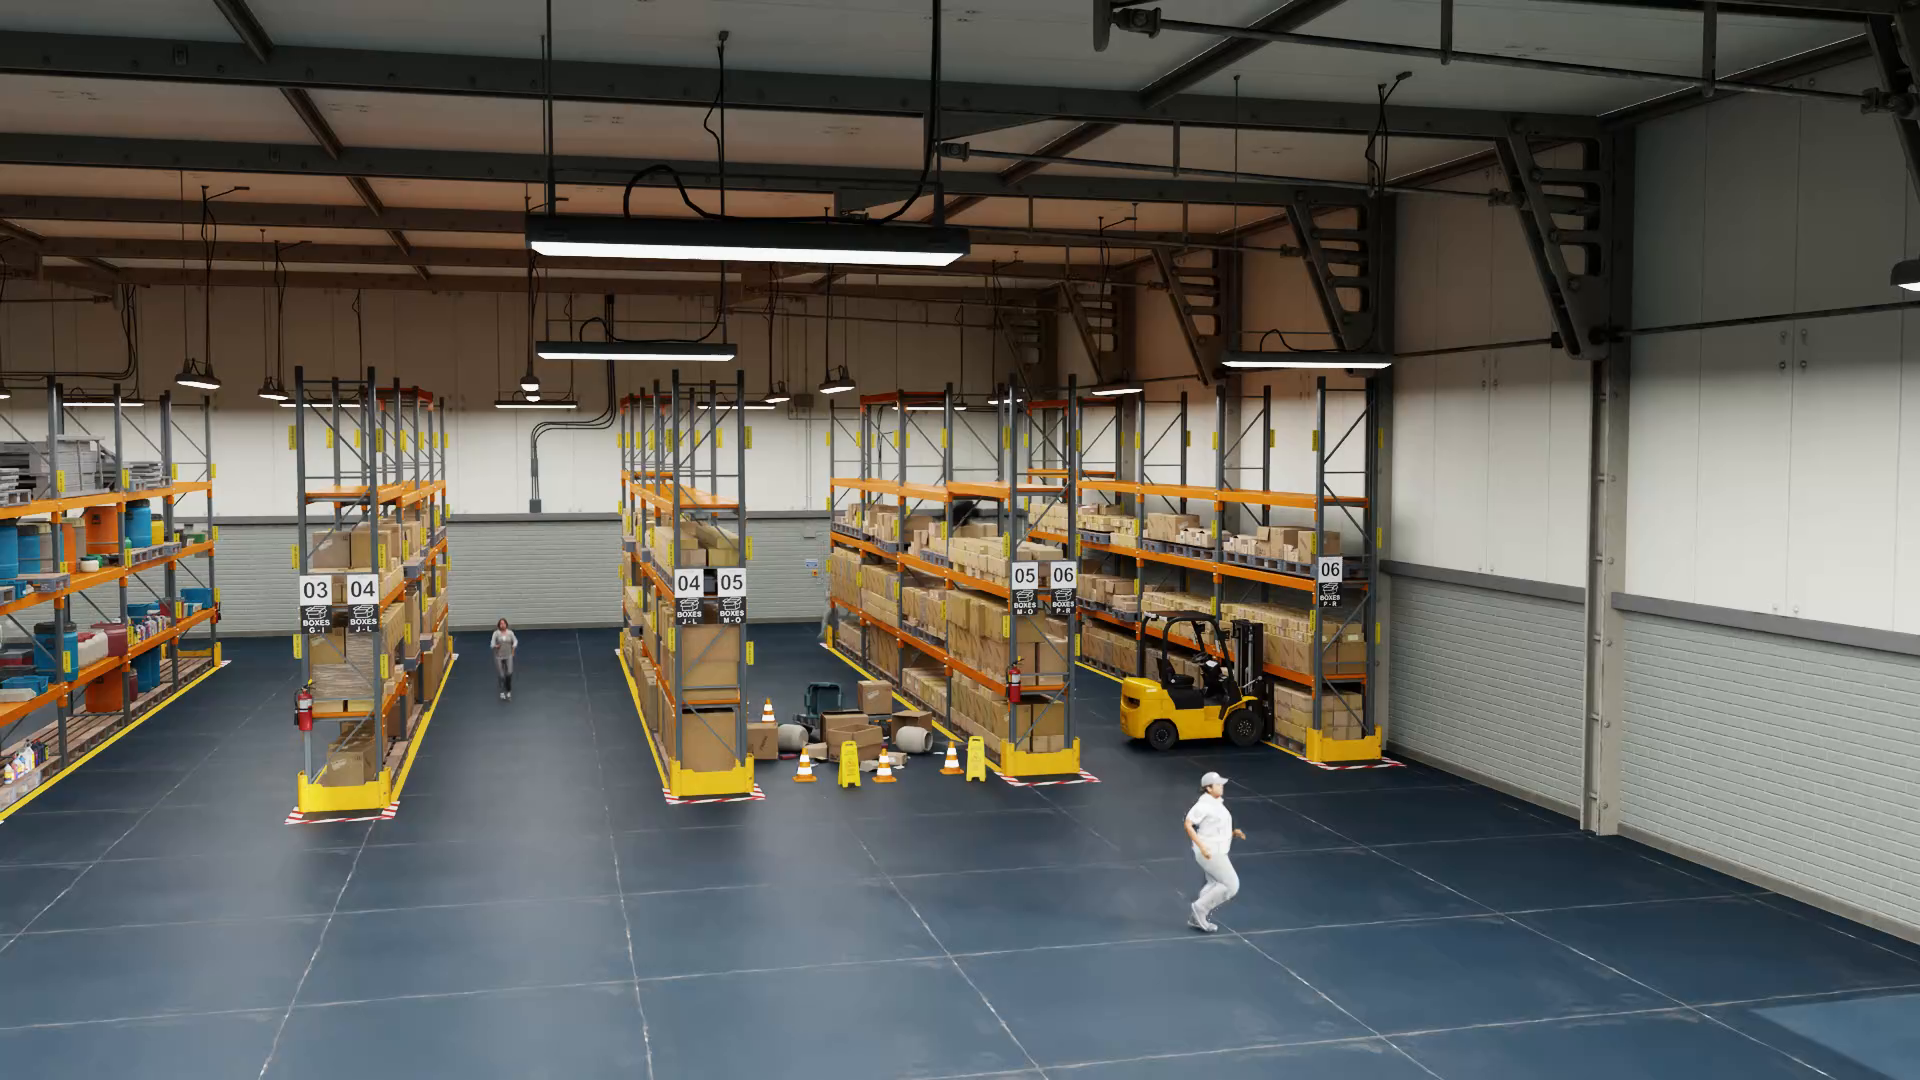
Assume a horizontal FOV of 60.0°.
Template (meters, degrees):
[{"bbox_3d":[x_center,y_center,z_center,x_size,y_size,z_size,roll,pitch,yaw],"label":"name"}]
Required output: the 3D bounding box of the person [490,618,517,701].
[{"bbox_3d":[-8.752,2.301,31.946,0.515,1.604,0.625,-1,4,-18],"label":"person"}]

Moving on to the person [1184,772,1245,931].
[{"bbox_3d":[2.605,3.172,16.898,0.583,1.625,0.592,1,4,20],"label":"person"}]

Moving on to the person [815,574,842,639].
[{"bbox_3d":[-3.208,1.672,41.697,0.915,1.672,0.681,0,3,3],"label":"person"}]
